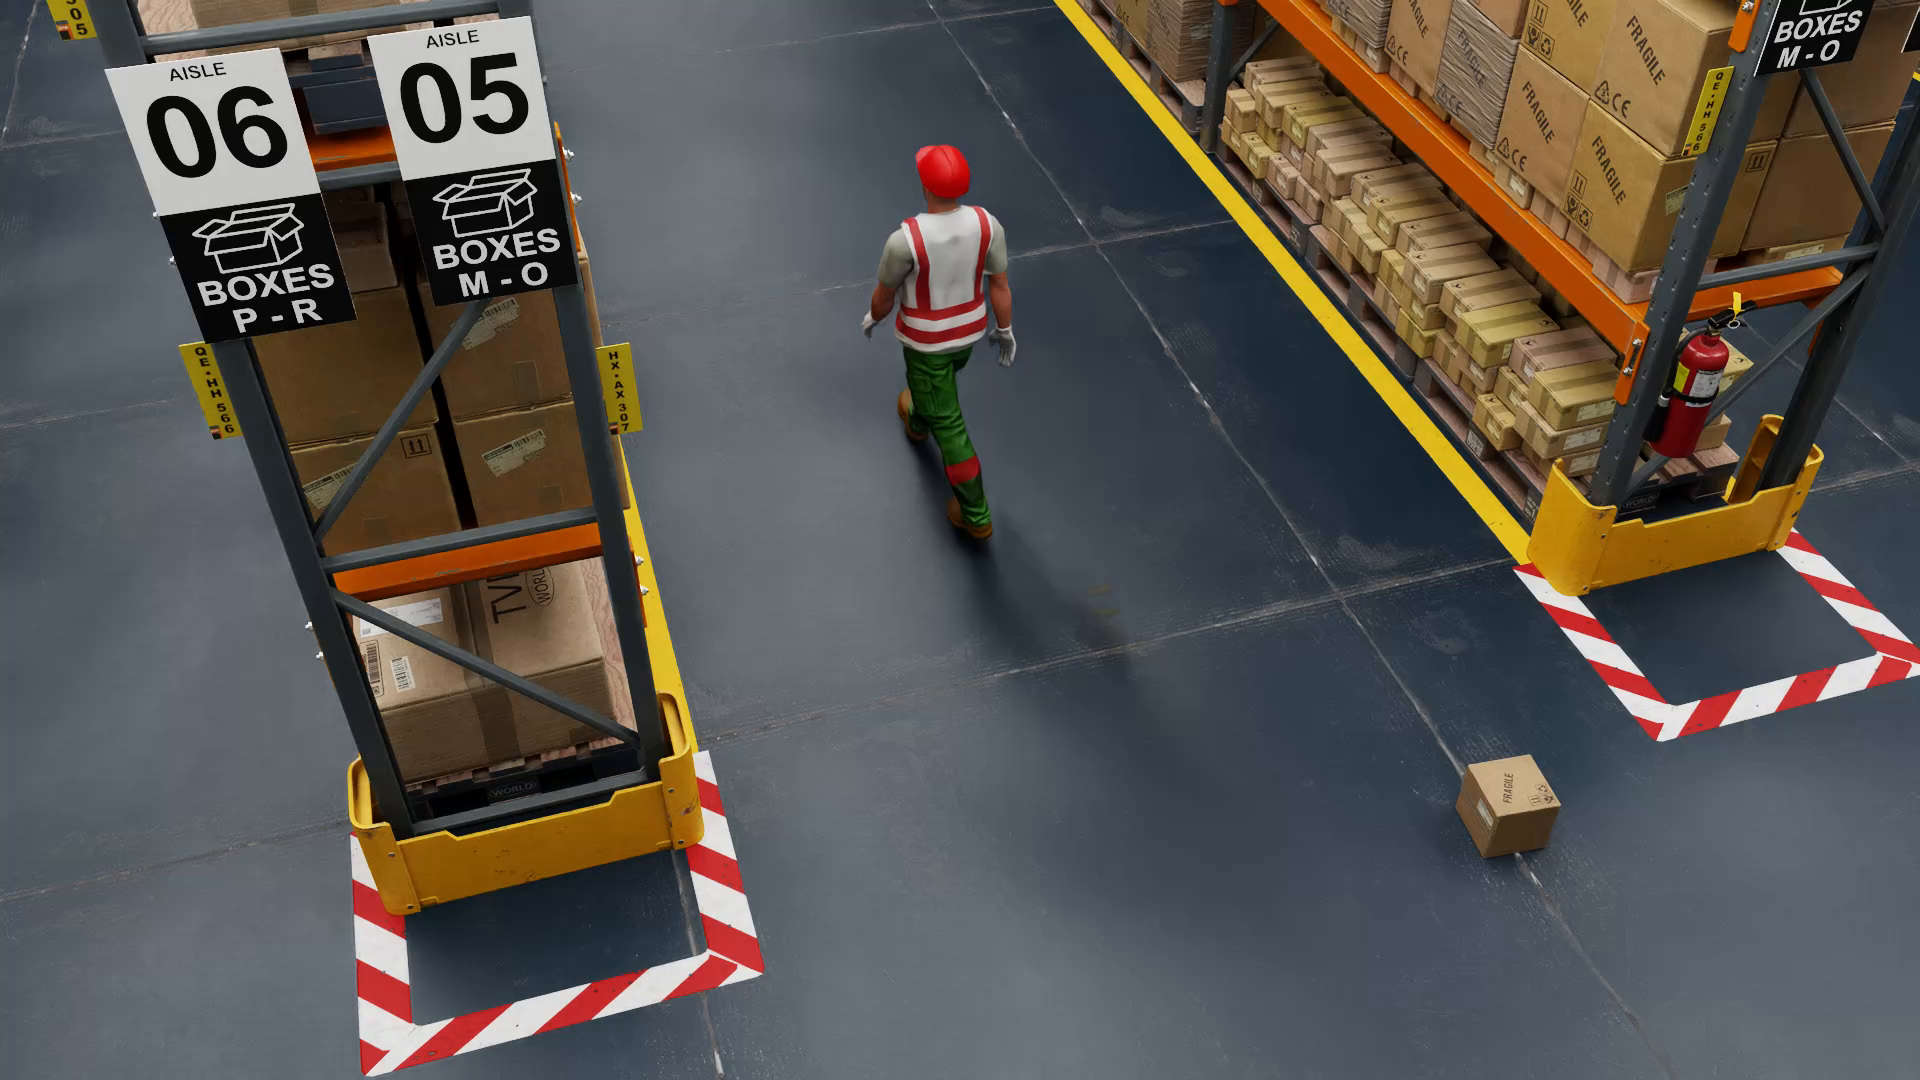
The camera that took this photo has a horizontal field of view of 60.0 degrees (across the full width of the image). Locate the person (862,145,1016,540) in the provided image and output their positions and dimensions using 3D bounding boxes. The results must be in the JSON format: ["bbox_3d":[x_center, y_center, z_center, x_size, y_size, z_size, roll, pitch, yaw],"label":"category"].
[{"bbox_3d":[-0.102,-0.938,7.197,0.569,1.734,1.108,-21,46,-22],"label":"person"}]
